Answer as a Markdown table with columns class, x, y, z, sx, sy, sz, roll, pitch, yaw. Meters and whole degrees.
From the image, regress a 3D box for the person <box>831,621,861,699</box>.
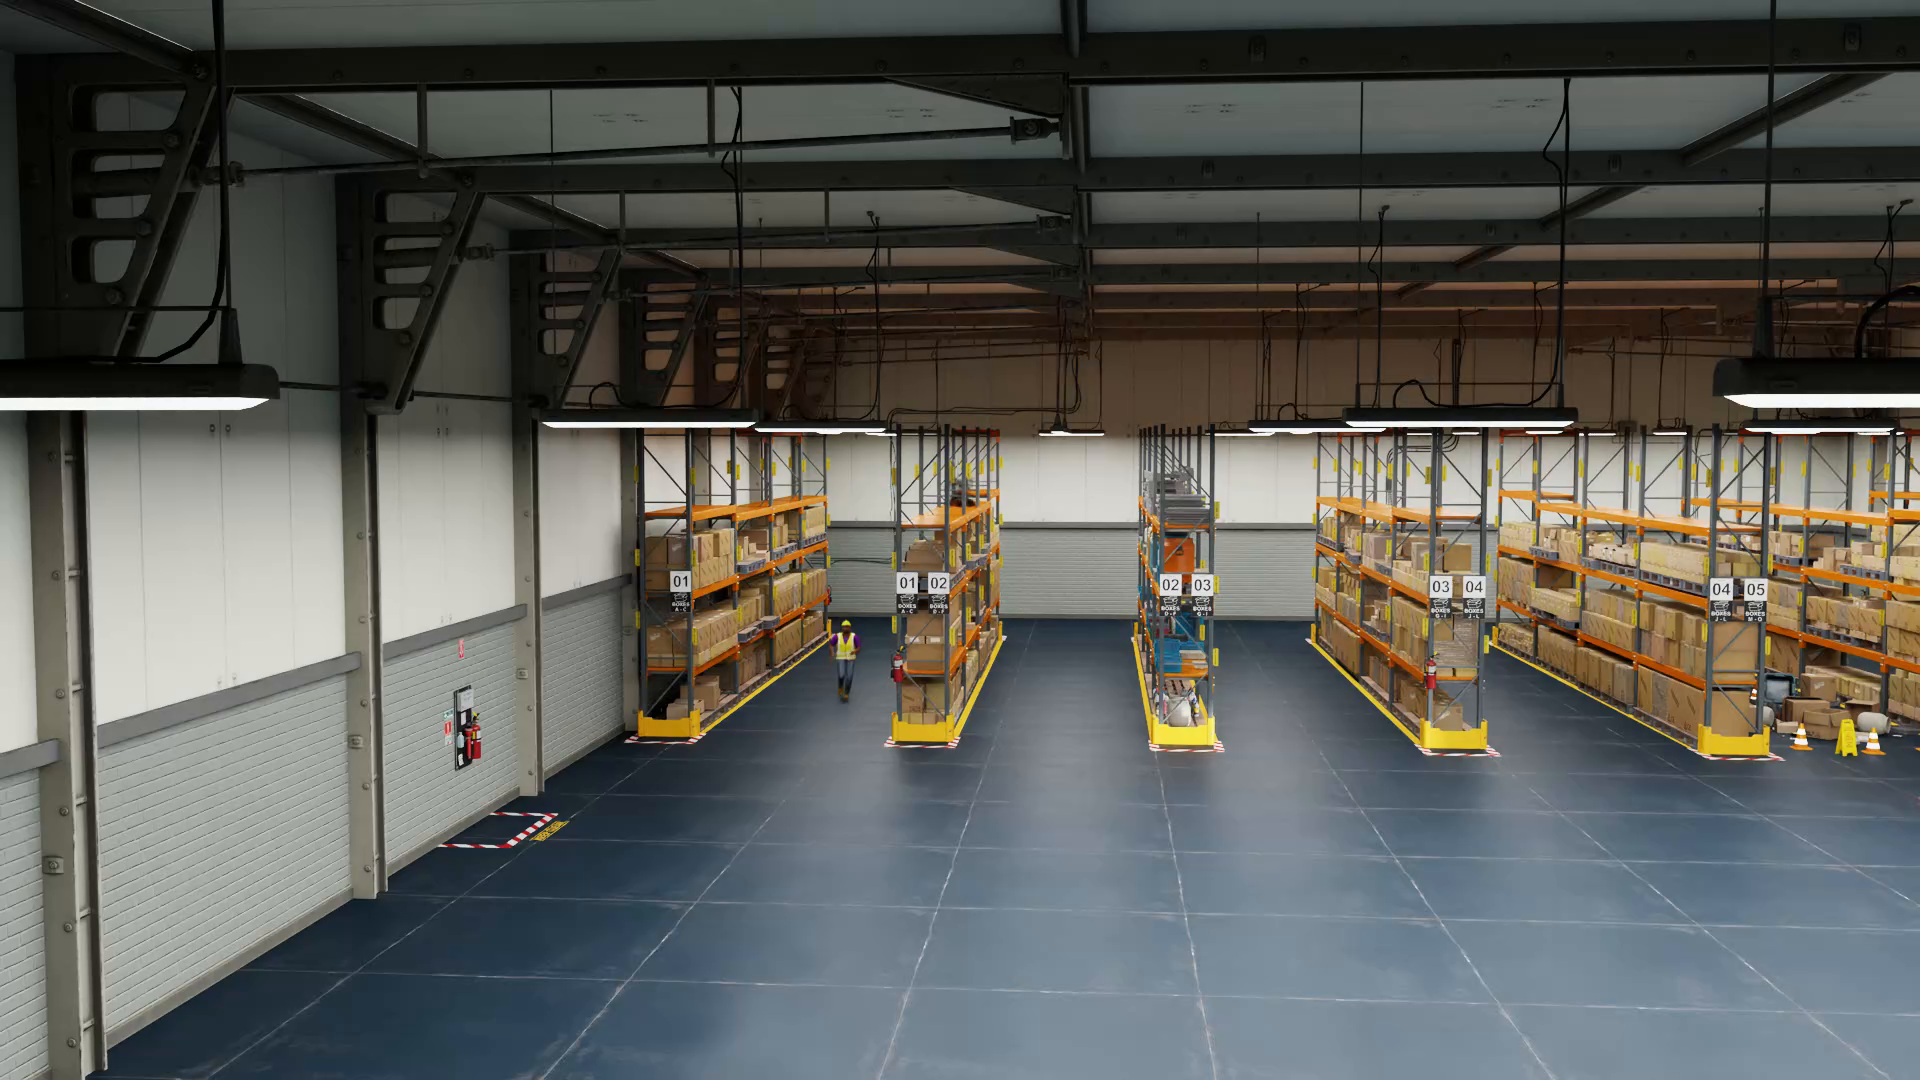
| class | x | y | z | sx | sy | sz | roll | pitch | yaw |
| --- | --- | --- | --- | --- | --- | --- | --- | --- | --- |
| person | -2.510 | 2.627 | 36.566 | 0.665 | 1.724 | 0.408 | 0 | 3 | -6 |
